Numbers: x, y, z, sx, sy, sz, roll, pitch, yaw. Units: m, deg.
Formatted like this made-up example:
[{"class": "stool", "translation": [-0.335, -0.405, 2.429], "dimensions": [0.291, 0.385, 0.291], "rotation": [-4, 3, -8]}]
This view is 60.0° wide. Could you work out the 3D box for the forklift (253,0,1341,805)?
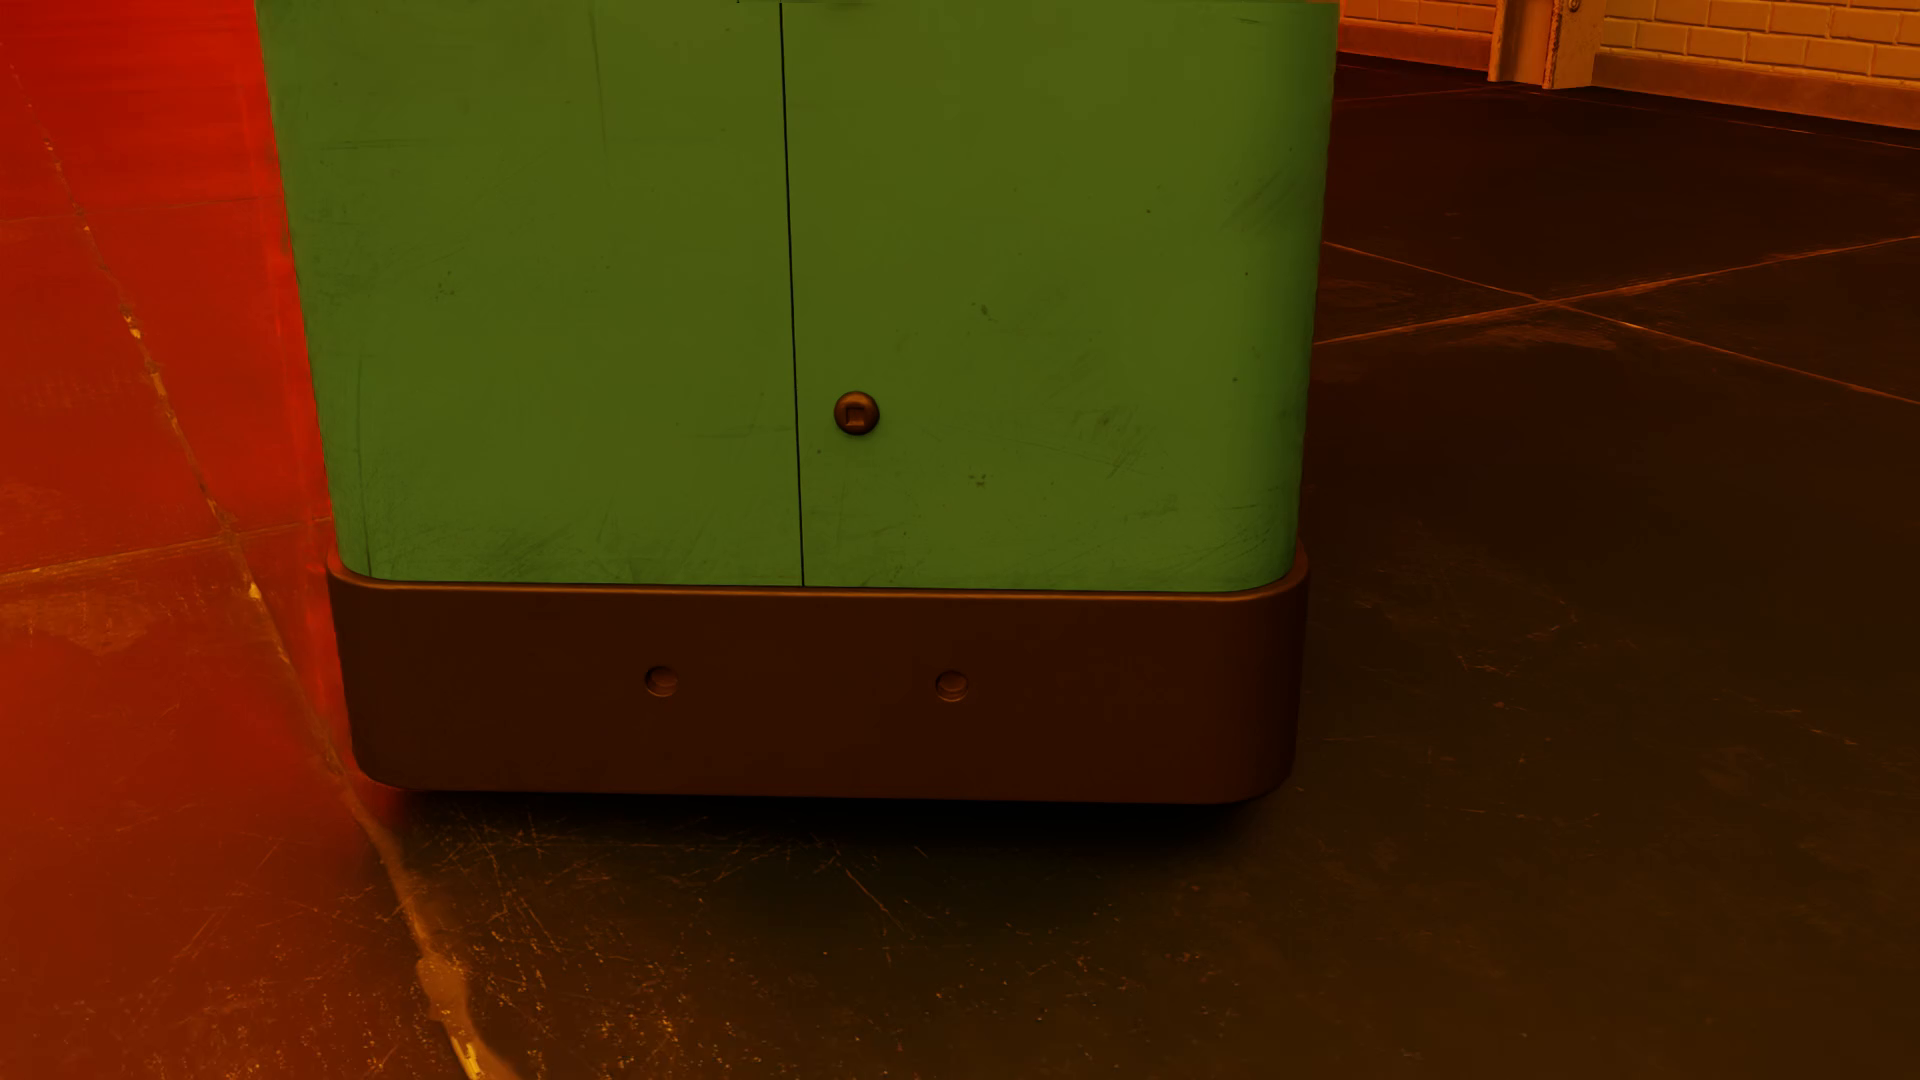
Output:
[{"class": "forklift", "translation": [-0.106, -1.588, 2.645], "dimensions": [1.130, 2.935, 3.031], "rotation": [1, 22, 2]}]
